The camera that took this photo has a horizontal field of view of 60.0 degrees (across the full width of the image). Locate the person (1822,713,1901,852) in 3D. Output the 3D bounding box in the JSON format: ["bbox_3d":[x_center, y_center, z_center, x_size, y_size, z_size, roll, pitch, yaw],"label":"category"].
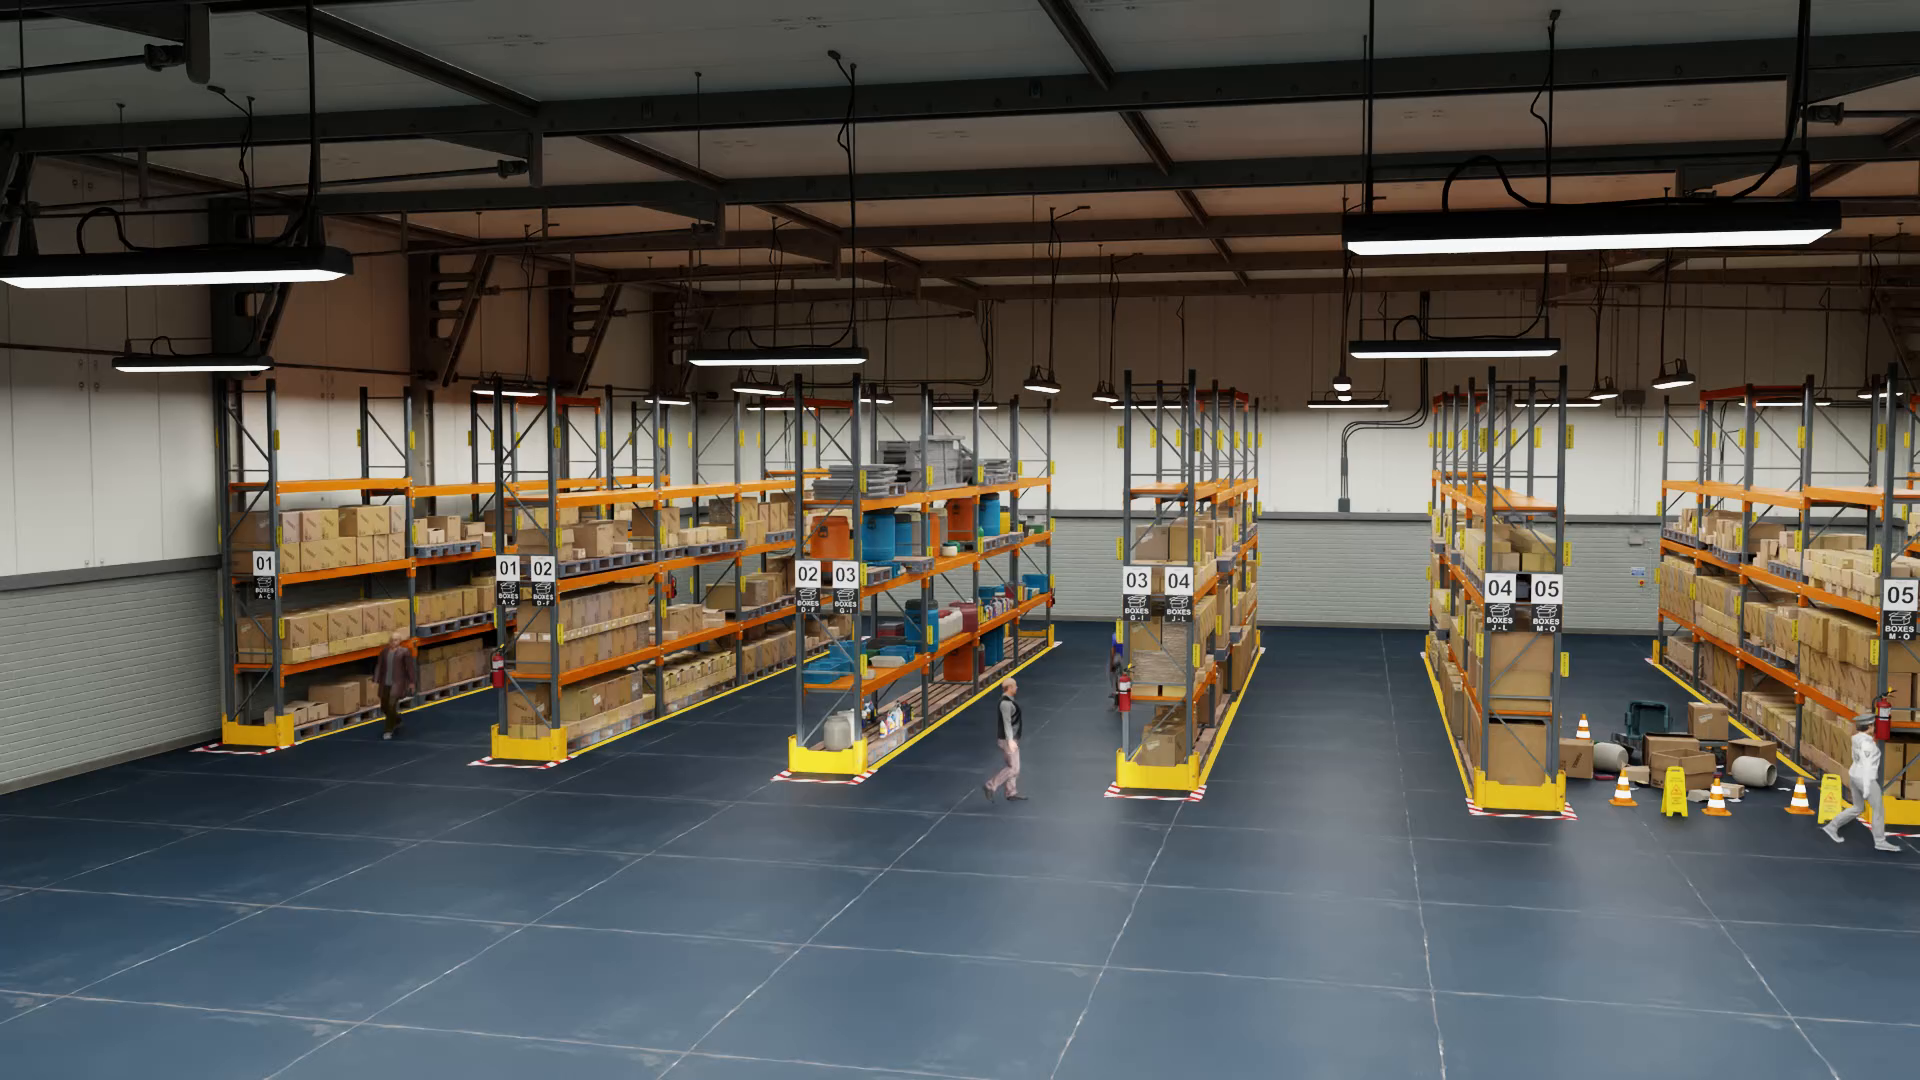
[{"bbox_3d":[11.084,2.957,20.421,0.807,1.643,0.500,1,3,10],"label":"person"}]

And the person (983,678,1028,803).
[{"bbox_3d":[0.627,2.762,22.945,0.644,1.720,0.555,0,3,-2],"label":"person"}]

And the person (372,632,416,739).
[{"bbox_3d":[-9.583,2.467,28.175,0.682,1.821,0.750,0,3,6],"label":"person"}]

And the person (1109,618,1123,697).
[{"bbox_3d":[2.980,2.192,30.660,0.456,1.503,0.695,0,3,4],"label":"person"}]
